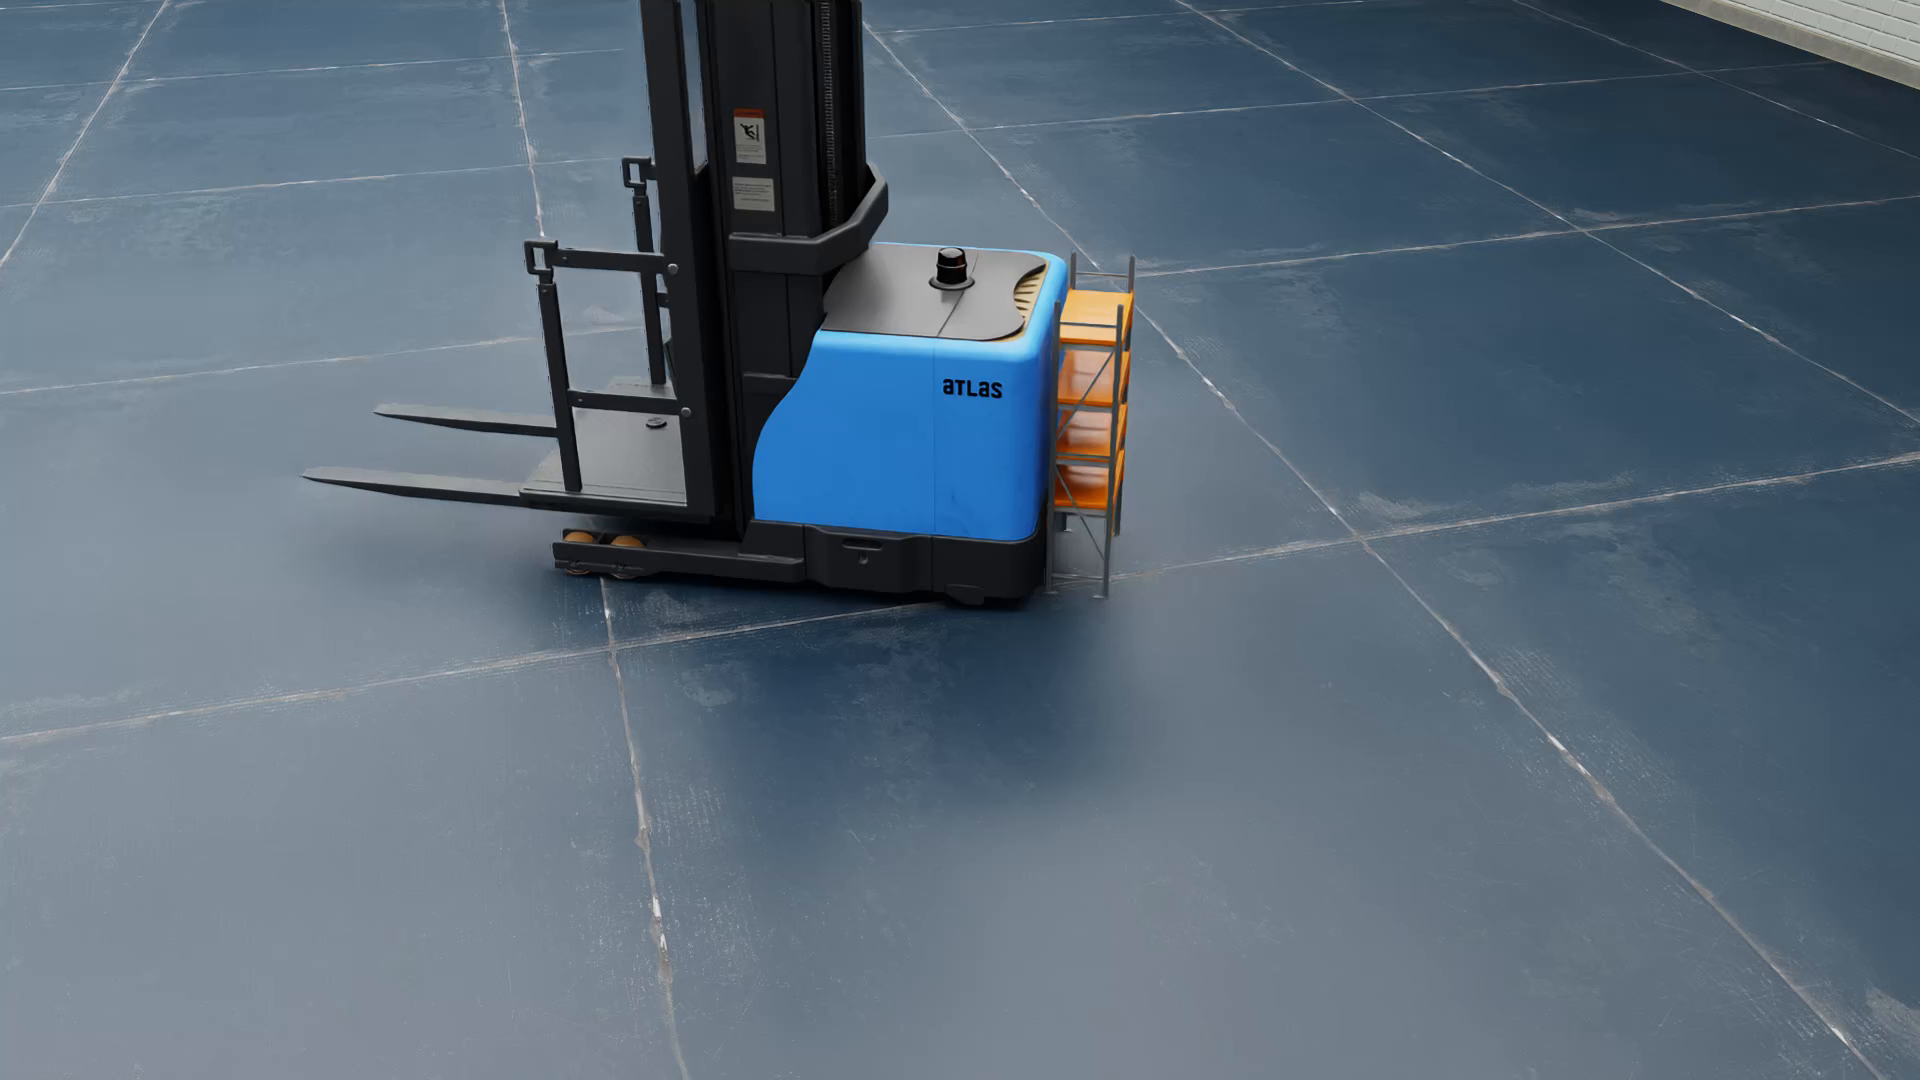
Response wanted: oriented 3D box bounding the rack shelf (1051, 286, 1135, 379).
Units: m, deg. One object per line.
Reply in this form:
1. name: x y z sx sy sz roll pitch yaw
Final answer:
1. rack shelf: 0.491 -0.765 6.090 0.258 0.148 0.480 5 30 9

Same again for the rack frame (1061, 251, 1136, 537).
1. rack frame: 0.533 -0.546 6.495 0.240 1.200 0.015 5 30 9

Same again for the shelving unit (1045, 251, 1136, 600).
1. shelving unit: 0.491 -0.425 6.287 0.258 1.200 0.503 5 30 9

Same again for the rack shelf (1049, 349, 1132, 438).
1. rack shelf: 0.491 -0.561 6.209 0.258 0.148 0.480 5 30 9

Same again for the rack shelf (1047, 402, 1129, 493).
1. rack shelf: 0.491 -0.367 6.321 0.258 0.148 0.480 5 30 9

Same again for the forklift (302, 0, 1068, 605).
1. forklift: -1.130 -1.369 6.189 3.031 2.935 1.130 5 30 9

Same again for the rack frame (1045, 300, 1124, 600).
1. rack frame: 0.448 -0.305 6.079 0.240 1.200 0.015 5 30 9

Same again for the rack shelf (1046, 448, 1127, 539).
1. rack shelf: 0.490 -0.195 6.420 0.258 0.148 0.480 5 30 9
